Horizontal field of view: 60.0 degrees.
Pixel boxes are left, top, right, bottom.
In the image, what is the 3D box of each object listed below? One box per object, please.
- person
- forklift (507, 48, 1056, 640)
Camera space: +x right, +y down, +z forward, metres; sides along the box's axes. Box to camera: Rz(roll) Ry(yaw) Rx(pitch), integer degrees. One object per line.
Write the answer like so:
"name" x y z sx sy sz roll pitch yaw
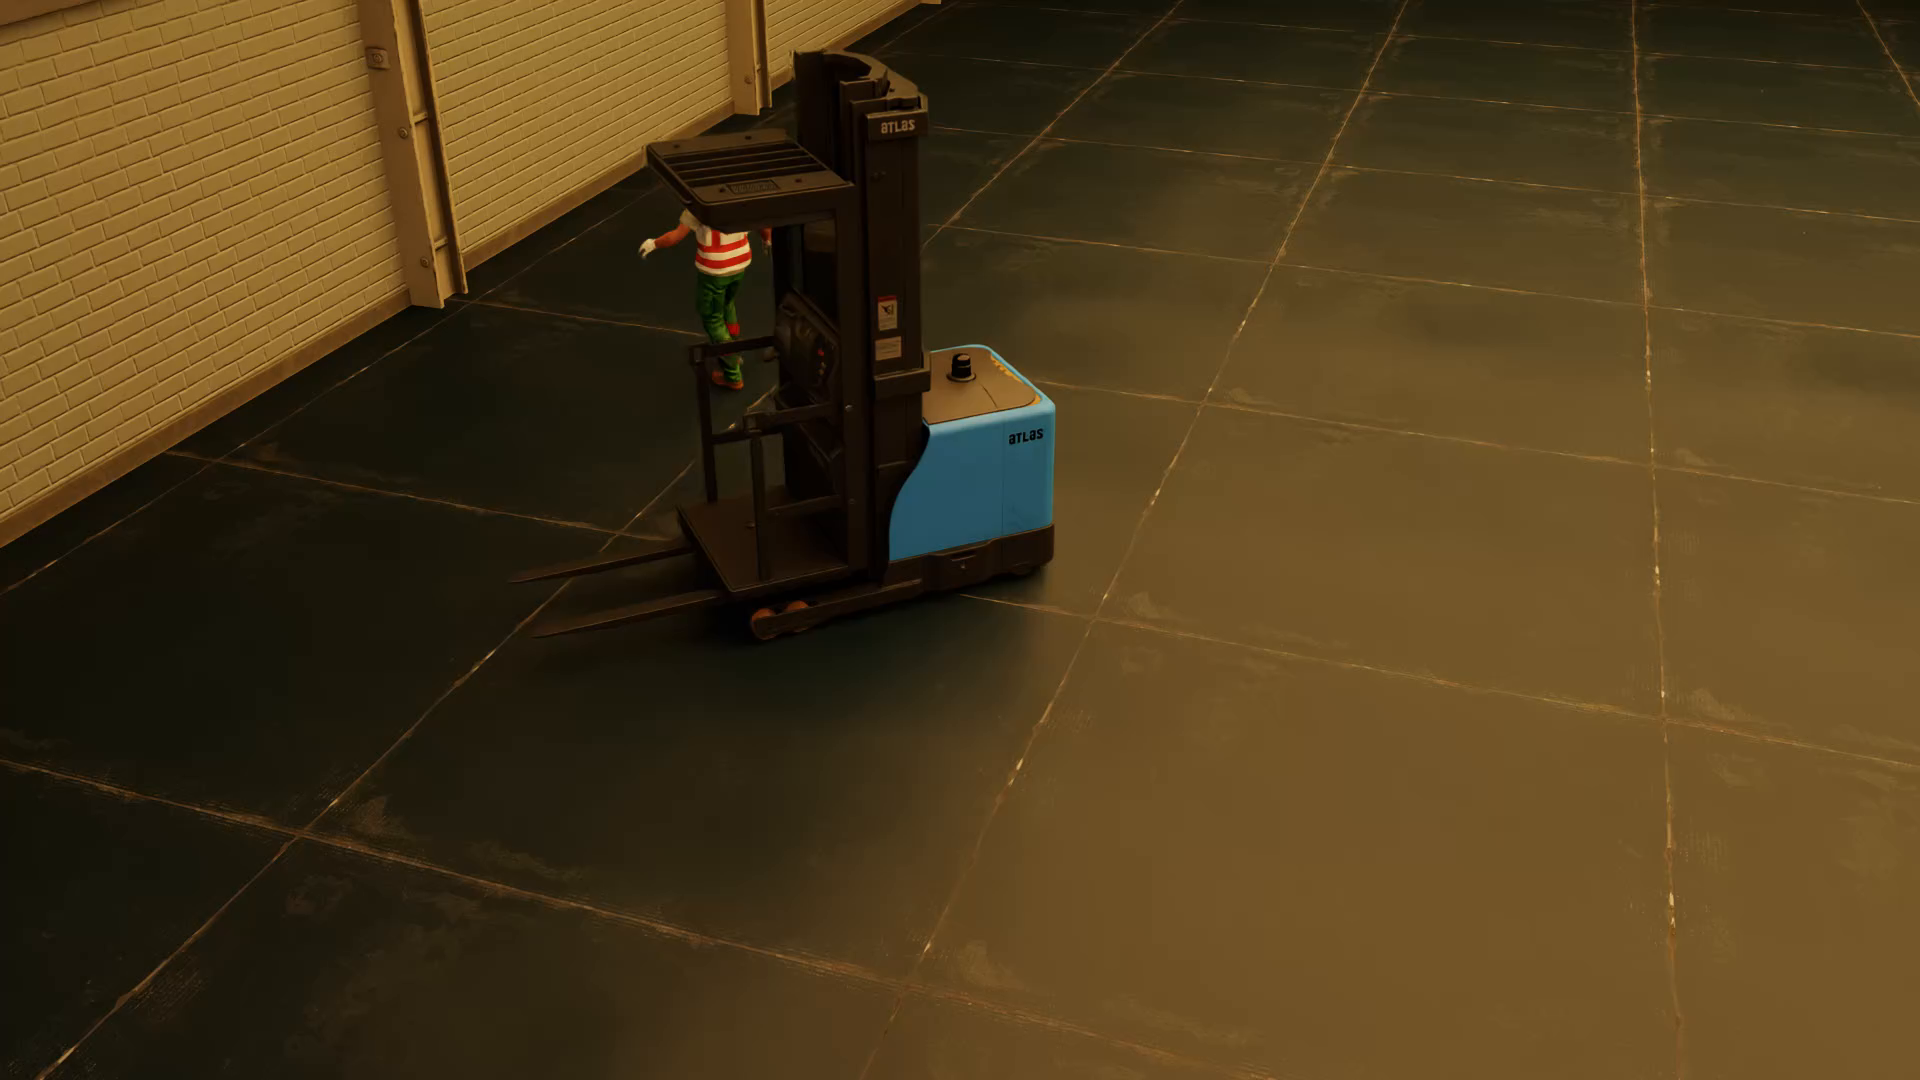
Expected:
"person" -1.733 -1.952 11.793 1.008 1.807 0.583 -26 38 -37
"forklift" -1.012 -1.024 8.932 3.031 2.935 1.130 -12 32 -21
